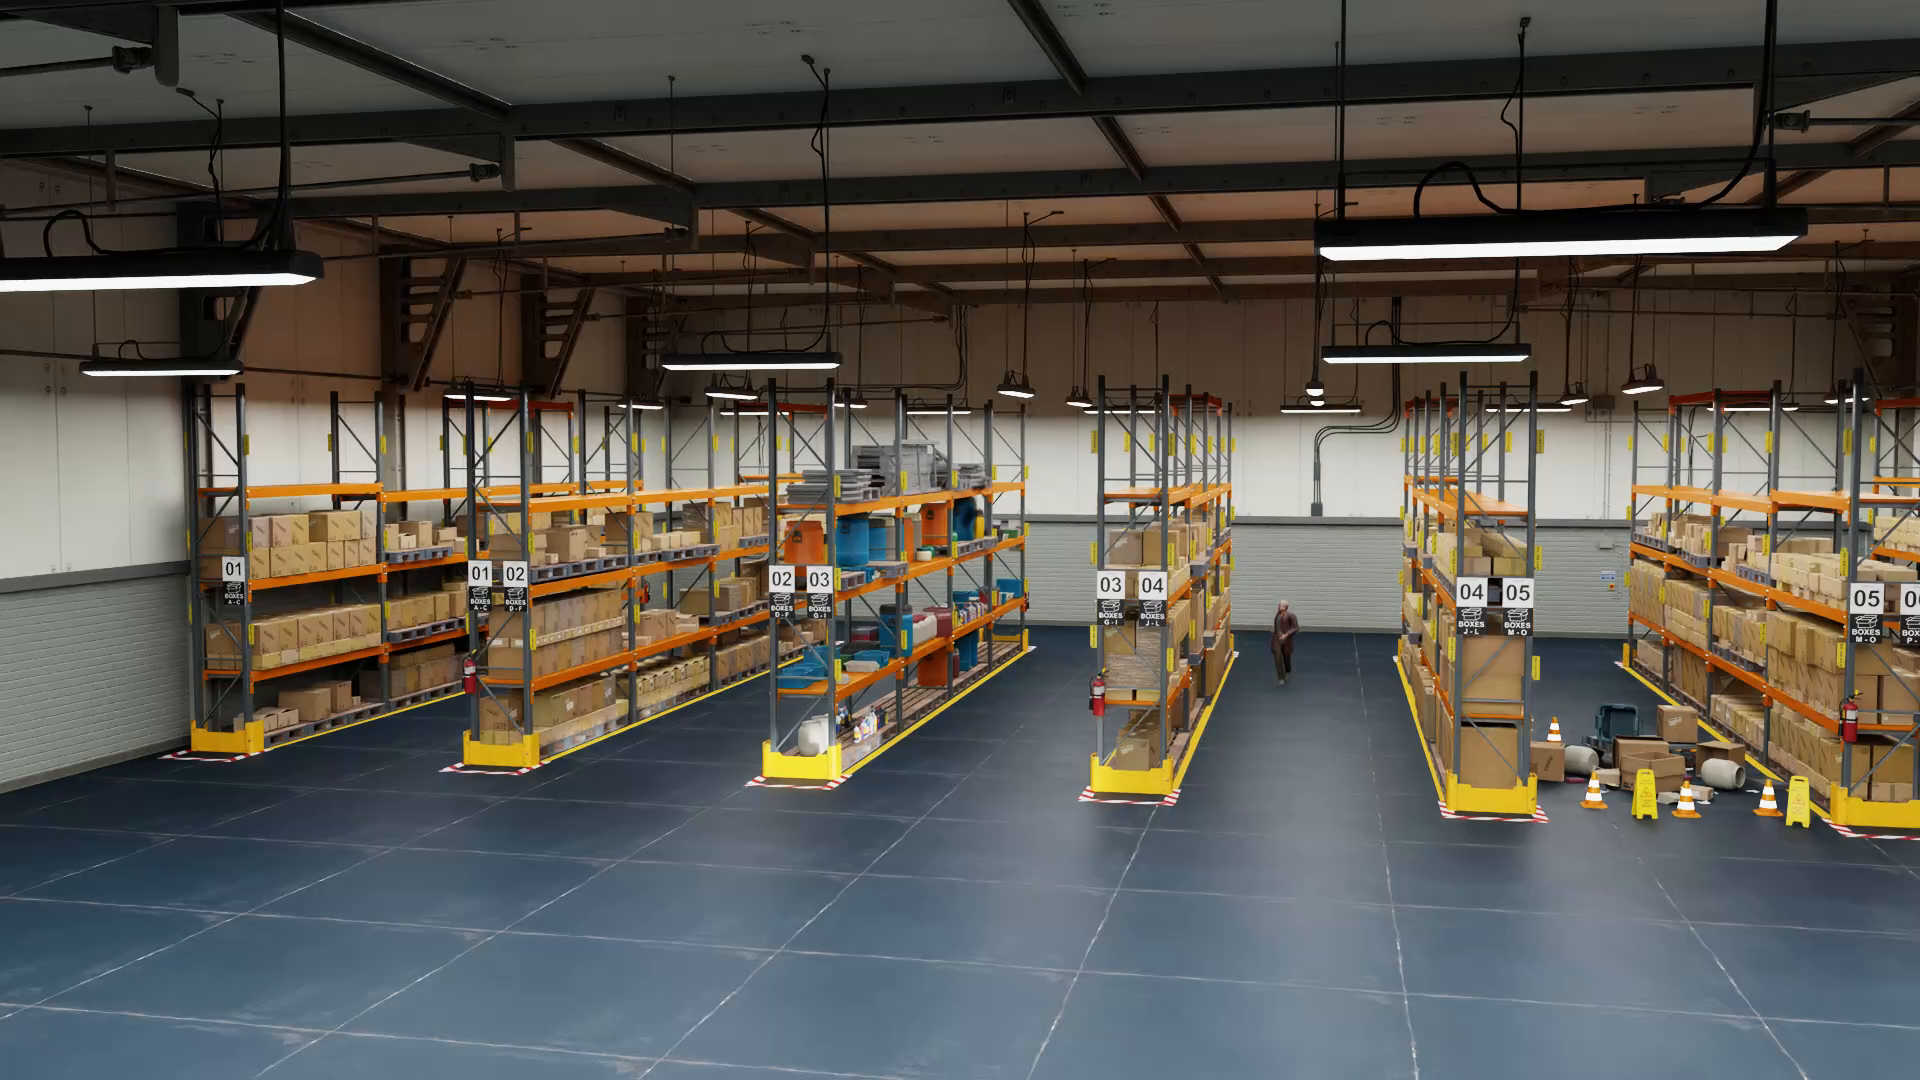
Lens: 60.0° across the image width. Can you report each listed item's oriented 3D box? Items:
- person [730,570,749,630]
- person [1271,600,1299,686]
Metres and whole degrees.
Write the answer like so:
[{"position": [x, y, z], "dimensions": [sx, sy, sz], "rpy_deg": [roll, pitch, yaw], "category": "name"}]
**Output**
[{"position": [-6.089, 1.616, 44.855], "dimensions": [0.940, 1.634, 0.516], "rpy_deg": [2, 4, 35], "category": "person"}, {"position": [6.800, 2.139, 34.772], "dimensions": [0.591, 1.759, 0.899], "rpy_deg": [1, 3, 16], "category": "person"}]
